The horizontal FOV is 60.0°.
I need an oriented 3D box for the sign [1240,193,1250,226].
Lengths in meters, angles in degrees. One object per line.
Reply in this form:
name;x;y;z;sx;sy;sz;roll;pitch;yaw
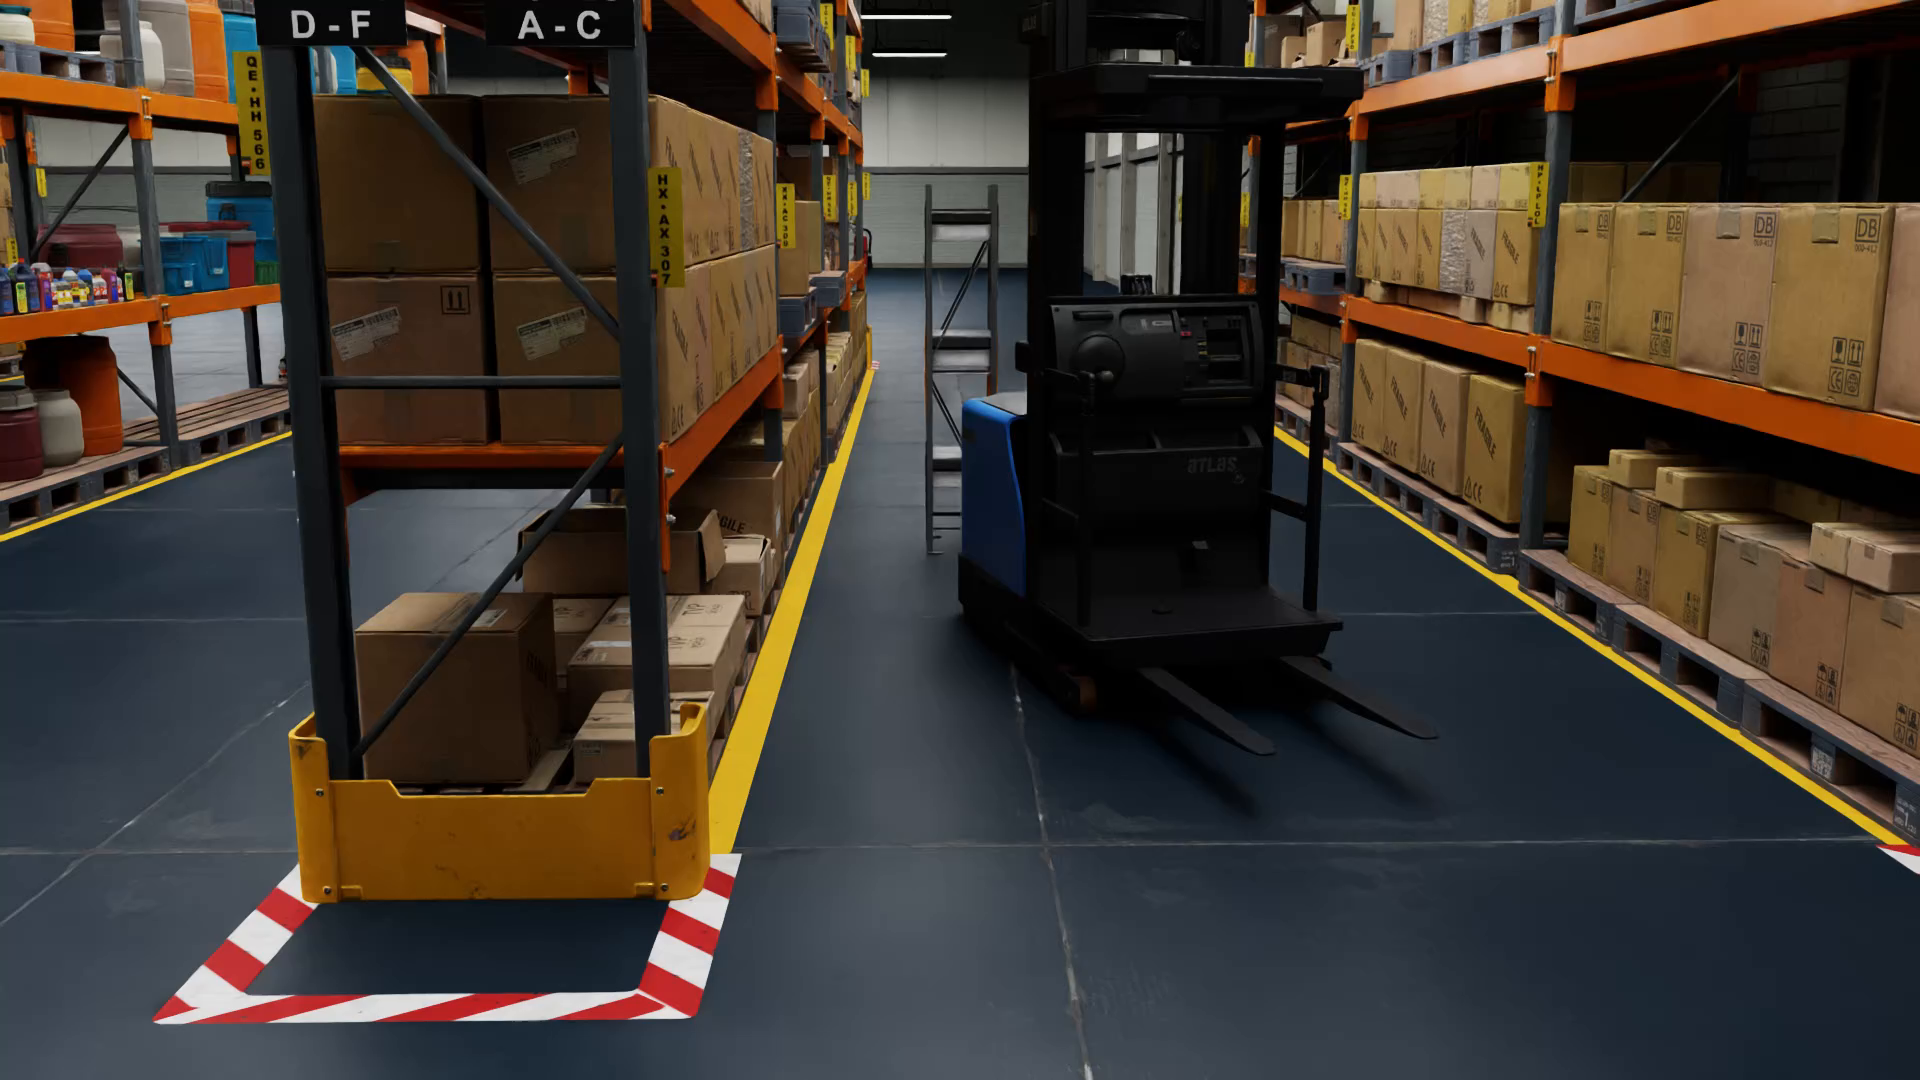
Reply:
sign;2.809;-3.260;16.406;0.100;0.325;0.005;0;11;-1

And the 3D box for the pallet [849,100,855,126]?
pallet;-1.667;-4.656;18.145;1.003;0.211;1.213;0;11;-1

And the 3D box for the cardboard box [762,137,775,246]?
cardboard box;-1.167;-1.668;7.969;0.500;0.500;0.500;0;11;-1

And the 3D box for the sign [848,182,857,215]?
sign;-1.059;-3.351;16.320;0.100;0.325;0.005;0;11;-1

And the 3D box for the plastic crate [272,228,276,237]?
plastic crate;-6.238;-2.735;15.836;0.402;0.464;0.583;0;11;-1

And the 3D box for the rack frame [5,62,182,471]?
rack frame;-6.471;-2.004;12.391;1.000;3.000;0.127;0;11;-1

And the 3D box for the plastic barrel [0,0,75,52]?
plastic barrel;-6.462;-3.777;11.452;0.600;0.830;0.708;0;11;-1

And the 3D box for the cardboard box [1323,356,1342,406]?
cardboard box;3.473;-1.281;14.008;0.700;0.500;0.500;0;11;-1

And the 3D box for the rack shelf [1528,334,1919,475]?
rack shelf;3.558;-0.499;6.784;1.077;0.370;4.000;0;11;-1

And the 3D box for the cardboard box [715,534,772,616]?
cardboard box;-1.125;0.135;7.504;0.500;0.311;0.500;0;11;-1

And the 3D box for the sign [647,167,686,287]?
sign;-0.811;-0.859;4.574;0.100;0.325;0.005;0;11;-1

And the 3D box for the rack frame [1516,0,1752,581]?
rack frame;3.517;-1.249;8.672;1.000;3.000;0.127;0;11;-1

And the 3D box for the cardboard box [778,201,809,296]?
cardboard box;-1.222;-1.578;8.985;0.700;0.500;0.500;-4;12;-20

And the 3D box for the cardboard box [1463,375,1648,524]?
cardboard box;3.373;-0.530;9.478;0.750;0.750;0.750;0;11;0

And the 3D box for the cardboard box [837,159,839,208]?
cardboard box;-1.638;-3.791;17.688;0.700;0.500;0.500;0;11;-1

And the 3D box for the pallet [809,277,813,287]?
pallet;-1.474;-1.543;10.601;1.003;0.211;1.213;0;11;-1

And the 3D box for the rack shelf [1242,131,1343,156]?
rack shelf;3.310;-4.355;18.244;1.077;0.370;4.000;0;11;-1

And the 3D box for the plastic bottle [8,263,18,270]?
plastic bottle;-6.785;-1.855;11.973;0.152;0.276;0.135;0;11;-1

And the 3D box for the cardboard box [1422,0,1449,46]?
cardboard box;3.565;-3.578;11.248;0.700;0.500;0.500;-1;12;-4

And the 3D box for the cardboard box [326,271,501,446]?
cardboard box;-1.635;-0.570;5.072;0.500;0.500;0.500;0;11;1

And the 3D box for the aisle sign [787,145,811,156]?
aisle sign;-1.991;-4.899;20.126;0.394;0.787;0.004;0;11;-1

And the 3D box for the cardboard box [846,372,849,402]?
cardboard box;-1.283;-1.393;15.241;0.500;0.250;0.500;0;11;0

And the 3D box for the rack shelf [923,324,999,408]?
rack shelf;0.003;-0.983;9.691;0.431;0.518;0.480;0;11;-1

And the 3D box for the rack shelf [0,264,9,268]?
rack shelf;-11.547;-2.823;18.241;1.077;0.370;4.000;0;11;-1

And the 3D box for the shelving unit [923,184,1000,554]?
shelving unit;0.003;-0.996;9.688;0.431;2.100;0.503;0;11;-1

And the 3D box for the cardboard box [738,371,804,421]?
cardboard box;-1.223;-0.882;10.157;0.500;0.250;0.500;0;11;-1

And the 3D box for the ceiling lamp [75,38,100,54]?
ceiling lamp;-23.137;-14.385;43.652;2.000;3.185;0.800;0;11;-1

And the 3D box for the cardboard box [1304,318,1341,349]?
cardboard box;3.410;-1.860;14.979;0.500;0.250;0.500;-1;11;-3

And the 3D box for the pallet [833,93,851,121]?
pallet;-1.645;-4.414;16.953;1.003;0.211;1.213;0;11;-1

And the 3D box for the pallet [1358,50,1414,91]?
pallet;3.500;-3.294;11.682;1.213;0.211;1.003;0;11;1

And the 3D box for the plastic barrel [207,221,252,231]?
plastic barrel;-6.753;-2.674;15.355;0.433;0.535;0.433;0;11;0

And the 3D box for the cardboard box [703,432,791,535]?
cardboard box;-1.202;-0.316;9.252;0.500;0.500;0.500;-1;11;-4

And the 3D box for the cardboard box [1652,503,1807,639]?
cardboard box;3.445;0.121;7.149;0.700;0.500;0.500;0;11;0

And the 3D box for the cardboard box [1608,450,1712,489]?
cardboard box;3.254;-0.330;7.740;0.380;0.149;0.250;0;11;1

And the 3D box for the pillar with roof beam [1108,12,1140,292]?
pillar with roof beam;-0.528;-9.999;36.715;9.100;9.000;0.548;0;11;-1

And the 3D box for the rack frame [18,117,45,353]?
rack frame;-11.588;-3.574;20.129;1.000;3.000;0.127;0;11;-1

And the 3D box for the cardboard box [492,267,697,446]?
cardboard box;-1.099;-0.571;5.079;0.500;0.500;0.500;0;11;0

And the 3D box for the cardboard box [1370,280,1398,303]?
cardboard box;3.127;-1.761;11.778;0.380;0.149;0.250;0;11;1

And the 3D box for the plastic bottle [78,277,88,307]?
plastic bottle;-6.041;-1.701;11.397;0.097;0.201;0.097;0;11;0

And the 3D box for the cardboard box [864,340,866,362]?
cardboard box;-1.343;-2.168;19.059;0.500;0.250;0.500;0;11;-1

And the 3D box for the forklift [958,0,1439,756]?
forklift;0.889;-0.821;6.735;1.130;2.935;3.031;-3;12;-16

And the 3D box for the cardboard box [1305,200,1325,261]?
cardboard box;3.366;-2.650;14.219;0.700;0.500;0.500;0;11;-1

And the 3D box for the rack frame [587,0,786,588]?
rack frame;-1.436;-1.228;8.568;1.000;3.000;0.127;0;11;-1

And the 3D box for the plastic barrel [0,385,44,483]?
plastic barrel;-6.420;-0.706;11.003;0.600;0.588;0.708;0;11;-1

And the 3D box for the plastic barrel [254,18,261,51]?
plastic barrel;-6.313;-4.284;14.827;0.600;0.901;0.600;0;11;0

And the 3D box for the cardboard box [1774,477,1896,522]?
cardboard box;3.655;-0.170;6.951;0.380;0.149;0.250;0;11;-2

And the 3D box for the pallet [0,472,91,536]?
pallet;-6.391;-0.239;10.704;1.003;0.211;1.213;0;11;-1

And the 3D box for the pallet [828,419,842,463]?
pallet;-1.497;-0.820;13.572;1.003;0.211;1.213;0;11;-1

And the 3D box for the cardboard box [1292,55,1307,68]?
cardboard box;3.295;-4.240;15.039;0.500;0.311;0.500;0;11;1

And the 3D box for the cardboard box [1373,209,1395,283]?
cardboard box;3.190;-2.047;11.556;0.500;0.500;0.500;0;11;1

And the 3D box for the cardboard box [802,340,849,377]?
cardboard box;-1.281;-1.670;15.193;0.500;0.311;0.500;0;11;-1

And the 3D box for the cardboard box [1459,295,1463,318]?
cardboard box;3.235;-1.405;10.021;0.380;0.149;0.250;0;11;-1

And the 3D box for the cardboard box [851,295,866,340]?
cardboard box;-1.340;-2.535;18.984;0.500;0.500;0.500;0;11;-1
